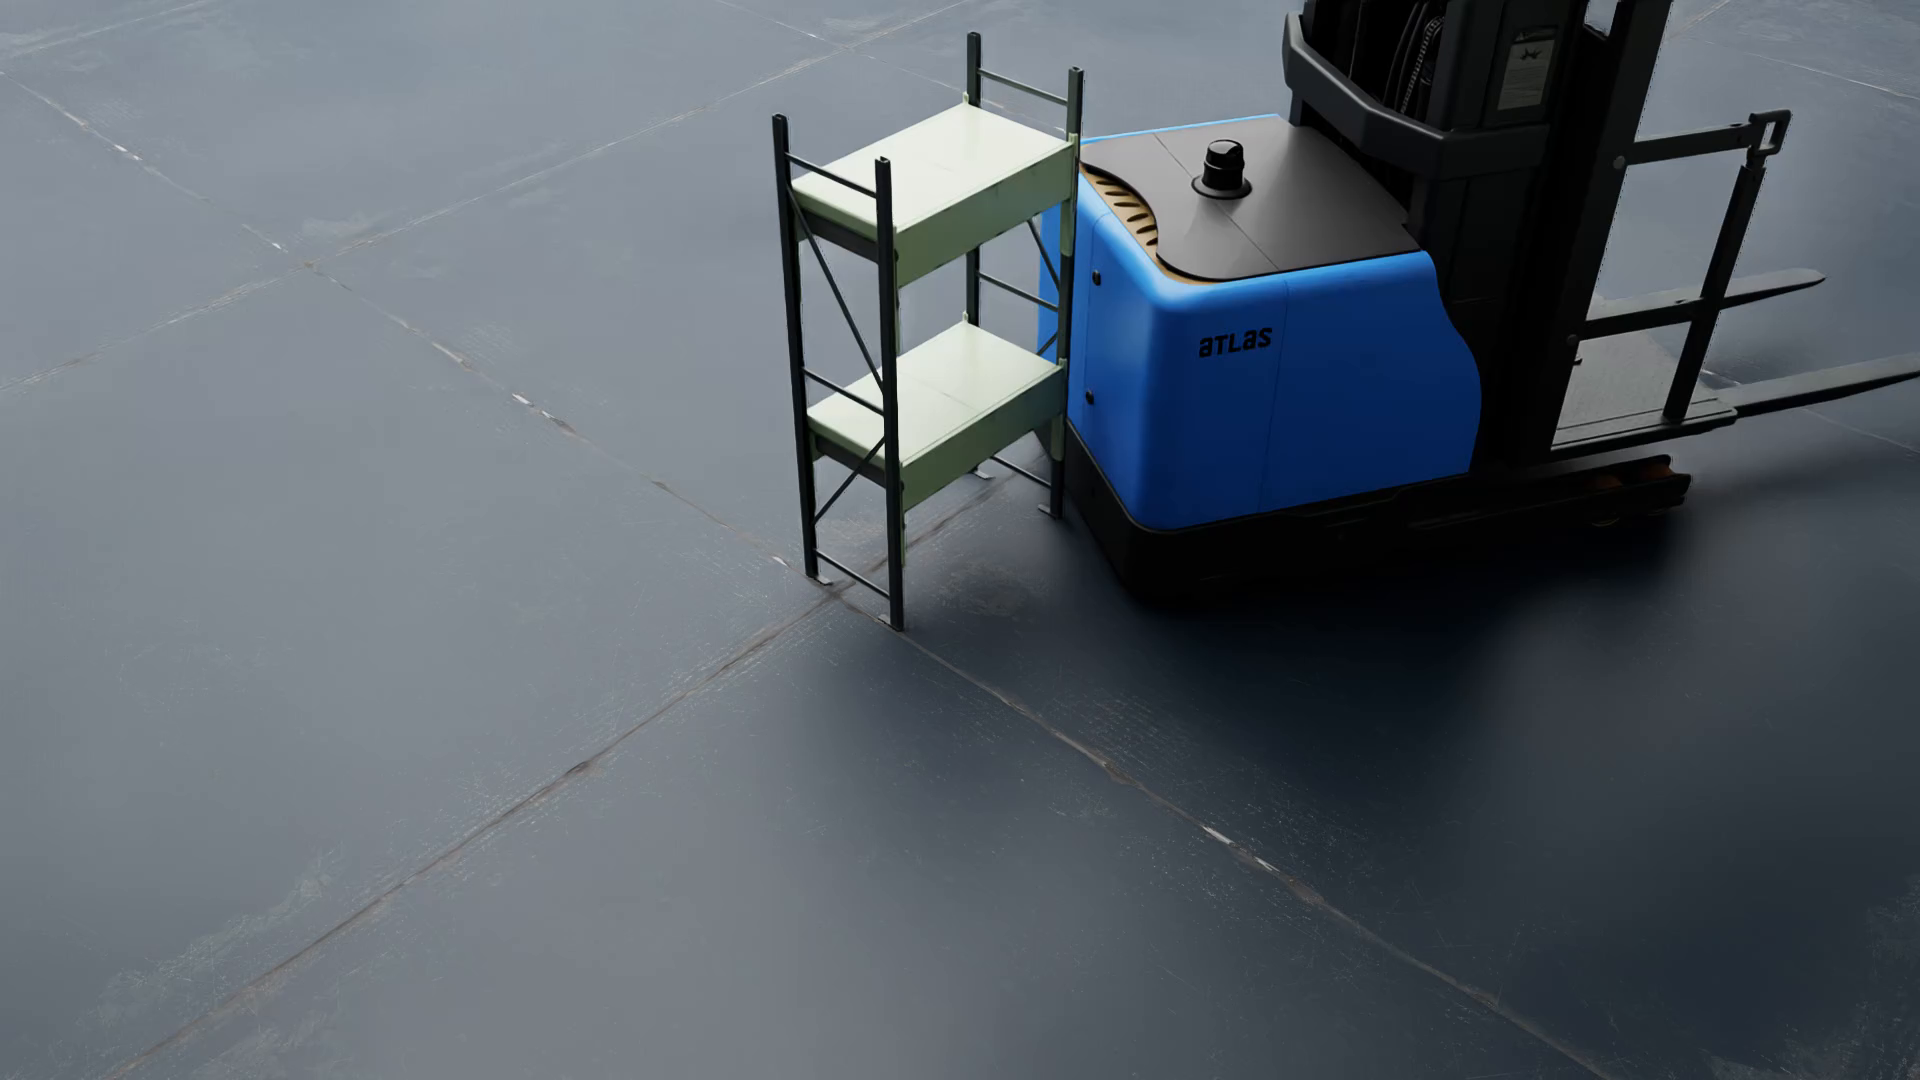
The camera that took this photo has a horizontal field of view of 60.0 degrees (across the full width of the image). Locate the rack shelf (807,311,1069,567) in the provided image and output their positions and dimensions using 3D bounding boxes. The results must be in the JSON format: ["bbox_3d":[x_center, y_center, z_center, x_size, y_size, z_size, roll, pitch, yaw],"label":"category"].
[{"bbox_3d":[-0.073,-0.316,4.966,0.431,0.370,0.720,30,47,32],"label":"rack shelf"}]

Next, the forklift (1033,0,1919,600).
[{"bbox_3d":[1.813,-1.494,4.774,3.031,2.935,1.130,-11,40,-13],"label":"forklift"}]

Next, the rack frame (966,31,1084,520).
[{"bbox_3d":[0.174,-0.739,4.975,0.400,1.500,0.023,30,47,32],"label":"rack frame"}]

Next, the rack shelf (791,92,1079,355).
[{"bbox_3d":[-0.073,-0.877,4.520,0.431,0.370,0.720,30,47,32],"label":"rack shelf"}]

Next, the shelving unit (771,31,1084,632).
[{"bbox_3d":[-0.073,-0.571,4.763,0.431,1.500,0.755,30,47,32],"label":"shelving unit"}]

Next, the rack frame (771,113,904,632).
[{"bbox_3d":[-0.320,-0.403,4.552,0.400,1.500,0.023,30,47,32],"label":"rack frame"}]
